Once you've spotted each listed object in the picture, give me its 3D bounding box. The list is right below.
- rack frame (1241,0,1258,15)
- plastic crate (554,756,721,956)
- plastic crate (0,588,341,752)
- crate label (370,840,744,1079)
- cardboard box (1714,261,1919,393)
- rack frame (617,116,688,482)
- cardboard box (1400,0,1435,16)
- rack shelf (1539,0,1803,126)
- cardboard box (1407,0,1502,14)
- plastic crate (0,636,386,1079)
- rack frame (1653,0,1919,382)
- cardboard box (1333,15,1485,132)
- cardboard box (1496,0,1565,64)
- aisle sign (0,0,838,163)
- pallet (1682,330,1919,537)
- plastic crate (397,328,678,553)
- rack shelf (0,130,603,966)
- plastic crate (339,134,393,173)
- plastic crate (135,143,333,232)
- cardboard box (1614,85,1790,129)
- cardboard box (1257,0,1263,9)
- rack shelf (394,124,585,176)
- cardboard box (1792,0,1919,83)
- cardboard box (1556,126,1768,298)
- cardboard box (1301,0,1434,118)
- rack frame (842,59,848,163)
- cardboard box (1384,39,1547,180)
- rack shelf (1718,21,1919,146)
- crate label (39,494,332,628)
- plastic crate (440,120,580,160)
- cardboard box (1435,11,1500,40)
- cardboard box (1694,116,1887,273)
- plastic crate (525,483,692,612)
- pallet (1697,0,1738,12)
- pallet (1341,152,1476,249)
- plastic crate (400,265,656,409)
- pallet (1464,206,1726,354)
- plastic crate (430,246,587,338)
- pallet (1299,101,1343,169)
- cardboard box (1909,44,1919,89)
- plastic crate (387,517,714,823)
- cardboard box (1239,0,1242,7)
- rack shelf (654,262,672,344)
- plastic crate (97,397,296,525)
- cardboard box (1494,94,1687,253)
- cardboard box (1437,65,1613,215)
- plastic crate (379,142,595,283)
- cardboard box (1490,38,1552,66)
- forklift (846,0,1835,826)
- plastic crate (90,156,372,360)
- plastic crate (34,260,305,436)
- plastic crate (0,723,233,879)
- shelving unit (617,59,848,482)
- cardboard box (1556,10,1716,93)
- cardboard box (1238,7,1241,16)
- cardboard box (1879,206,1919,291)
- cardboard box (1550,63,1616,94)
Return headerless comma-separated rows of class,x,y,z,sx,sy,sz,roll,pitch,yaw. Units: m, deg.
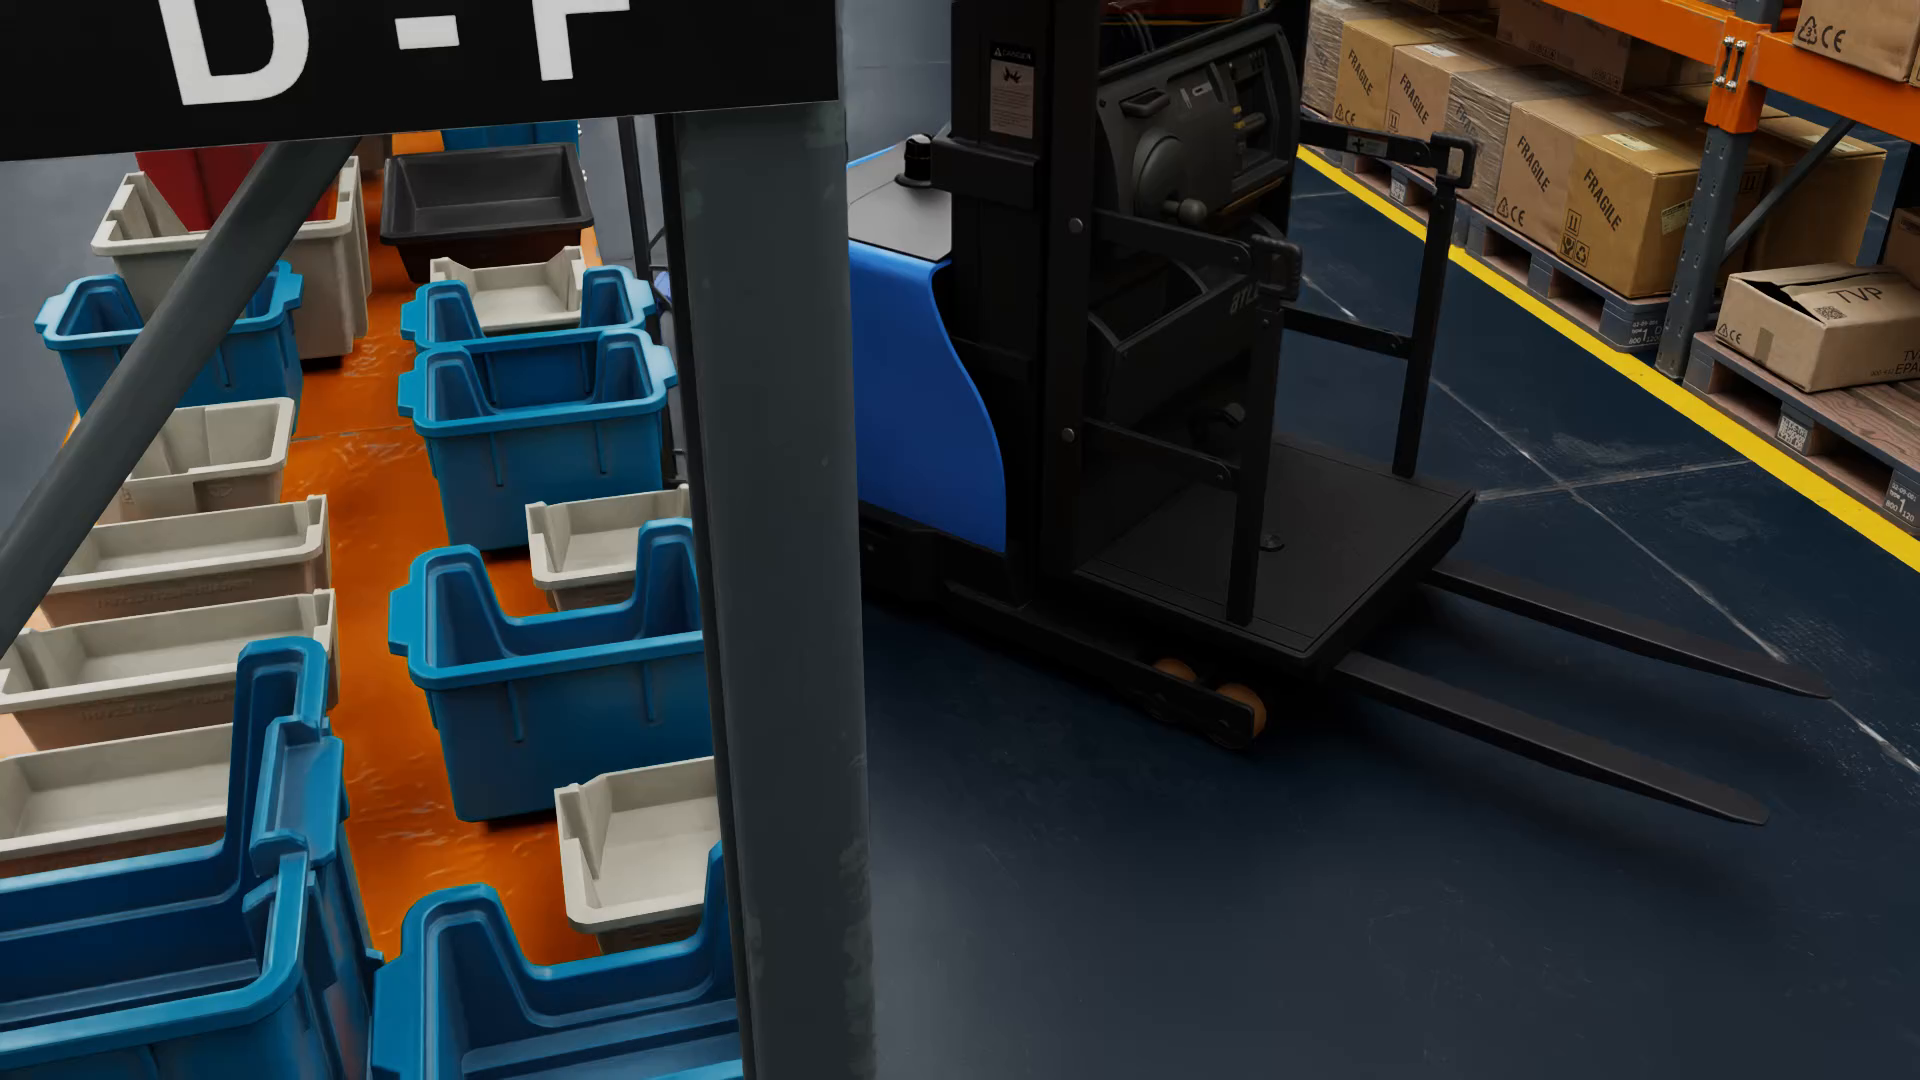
rack frame,2.097,-3.923,9.034,1.000,3.000,0.127,-8,31,-13
plastic crate,-0.309,0.357,1.843,0.250,0.136,0.298,-8,31,-13
plastic crate,-1.010,0.174,2.159,0.396,0.136,0.243,-8,31,-13
crate label,-0.304,0.481,1.532,0.416,0.233,0.303,-8,31,-13
cardboard box,3.062,-0.787,5.860,0.500,0.311,0.500,-8,31,-13
rack frame,-0.764,-0.843,5.198,0.500,1.500,0.032,2,31,6
cardboard box,2.572,-2.611,8.823,0.500,0.500,0.500,-7,31,-11
rack shelf,2.628,-2.646,7.545,1.077,0.370,4.000,-8,31,-13
cardboard box,2.591,-2.909,8.589,0.500,0.250,0.500,-7,31,-11
plastic crate,-0.825,0.419,1.436,0.616,0.435,0.499,-8,31,-13
rack frame,3.159,-1.991,5.696,1.000,3.000,0.127,-8,31,-13
cardboard box,2.215,-2.279,8.249,0.500,0.500,0.500,-8,31,-14
cardboard box,2.867,-2.416,7.737,0.500,0.250,0.500,-8,31,-14
aisle sign,-0.250,-0.532,0.581,0.394,0.787,0.004,-8,31,-13
pallet,3.341,-0.453,5.821,1.003,0.211,1.213,-8,31,-13
plastic crate,-0.653,-0.155,2.631,0.416,0.233,0.300,-8,31,-13
rack shelf,-1.087,-0.057,3.073,1.077,0.370,4.000,-8,31,-13
plastic crate,-1.632,-1.003,4.191,0.396,0.136,0.243,-8,31,-13
plastic crate,-1.622,-0.924,3.728,0.402,0.464,0.583,-8,31,-13
cardboard box,3.113,-1.622,7.114,0.500,0.500,0.500,-7,31,-13
cardboard box,1.943,-2.774,9.104,0.500,0.500,0.500,-7,31,-11
rack shelf,-2.148,-1.989,6.410,1.077,0.370,4.000,-8,31,-13
cardboard box,3.032,-1.752,5.183,0.500,0.500,0.500,-7,31,-12
cardboard box,2.752,-1.300,6.558,0.500,0.500,0.500,-8,31,-14
cardboard box,2.087,-2.522,8.669,0.500,0.500,0.500,-9,31,-15
rack frame,-0.655,-1.356,6.069,0.500,1.500,0.032,2,31,6
cardboard box,2.359,-2.028,7.815,0.500,0.500,0.500,-9,31,-15
rack shelf,3.690,-0.714,4.207,1.077,0.370,4.000,-8,31,-13
crate label,-1.107,0.043,2.385,0.396,0.136,0.243,-8,31,-13
plastic crate,-1.165,-1.173,4.239,0.392,0.384,0.575,-8,31,-13
cardboard box,2.709,-2.361,8.391,0.500,0.500,0.500,-9,31,-15
cardboard box,3.266,-1.366,6.672,0.500,0.500,0.500,-9,31,-16
plastic crate,-0.489,0.029,2.409,0.250,0.136,0.298,-8,31,-13
pallet,3.052,-2.309,6.436,1.003,0.211,1.213,-8,31,-13
pallet,2.579,-1.763,8.085,1.003,0.211,1.213,-8,31,-13
plastic crate,-0.733,-0.300,2.881,0.416,0.233,0.300,-8,31,-13
pallet,2.907,-1.172,7.065,1.003,0.211,1.213,-8,31,-13
plastic crate,-0.865,-0.445,3.228,0.293,0.136,0.466,-8,31,-13
pallet,2.259,-2.351,9.101,1.003,0.211,1.213,-8,31,-13
cardboard box,3.171,-1.505,4.757,0.500,0.500,0.500,-7,31,-12
plastic crate,-0.479,0.163,2.082,0.416,0.233,0.300,-8,31,-13
cardboard box,1.721,-3.378,9.857,0.500,0.311,0.500,-7,31,-12
rack shelf,-0.706,-0.944,5.724,0.538,0.185,1.000,2,31,6
plastic crate,-1.204,-0.098,2.628,0.298,0.136,0.250,-8,31,-13
cardboard box,2.629,-1.540,6.972,0.500,0.500,0.500,-8,31,-13
cardboard box,2.496,-1.782,7.391,0.500,0.500,0.500,-7,31,-13
plastic crate,-1.061,-0.737,3.743,0.437,0.125,0.590,-8,31,-13
cardboard box,2.854,-2.109,7.955,0.500,0.500,0.500,-9,31,-15
forklift,0.785,-1.030,4.103,3.031,2.935,1.130,21,36,31
plastic crate,-1.390,-0.547,3.260,0.437,0.282,0.530,-8,31,-13
plastic crate,-1.348,-0.314,2.905,0.416,0.233,0.300,-8,31,-13
plastic crate,-0.947,0.316,1.914,0.396,0.136,0.243,-8,31,-13
shelving unit,-0.710,-1.100,5.633,0.538,1.500,1.048,2,31,6
cardboard box,3.000,-2.173,7.318,0.500,0.250,0.500,-8,31,-13
cardboard box,1.723,-3.137,10.000,0.500,0.250,0.500,-7,31,-12
cardboard box,3.584,-0.862,5.802,0.500,0.500,0.500,-8,31,-13
cardboard box,2.988,-1.864,7.533,0.500,0.500,0.500,-7,31,-13
